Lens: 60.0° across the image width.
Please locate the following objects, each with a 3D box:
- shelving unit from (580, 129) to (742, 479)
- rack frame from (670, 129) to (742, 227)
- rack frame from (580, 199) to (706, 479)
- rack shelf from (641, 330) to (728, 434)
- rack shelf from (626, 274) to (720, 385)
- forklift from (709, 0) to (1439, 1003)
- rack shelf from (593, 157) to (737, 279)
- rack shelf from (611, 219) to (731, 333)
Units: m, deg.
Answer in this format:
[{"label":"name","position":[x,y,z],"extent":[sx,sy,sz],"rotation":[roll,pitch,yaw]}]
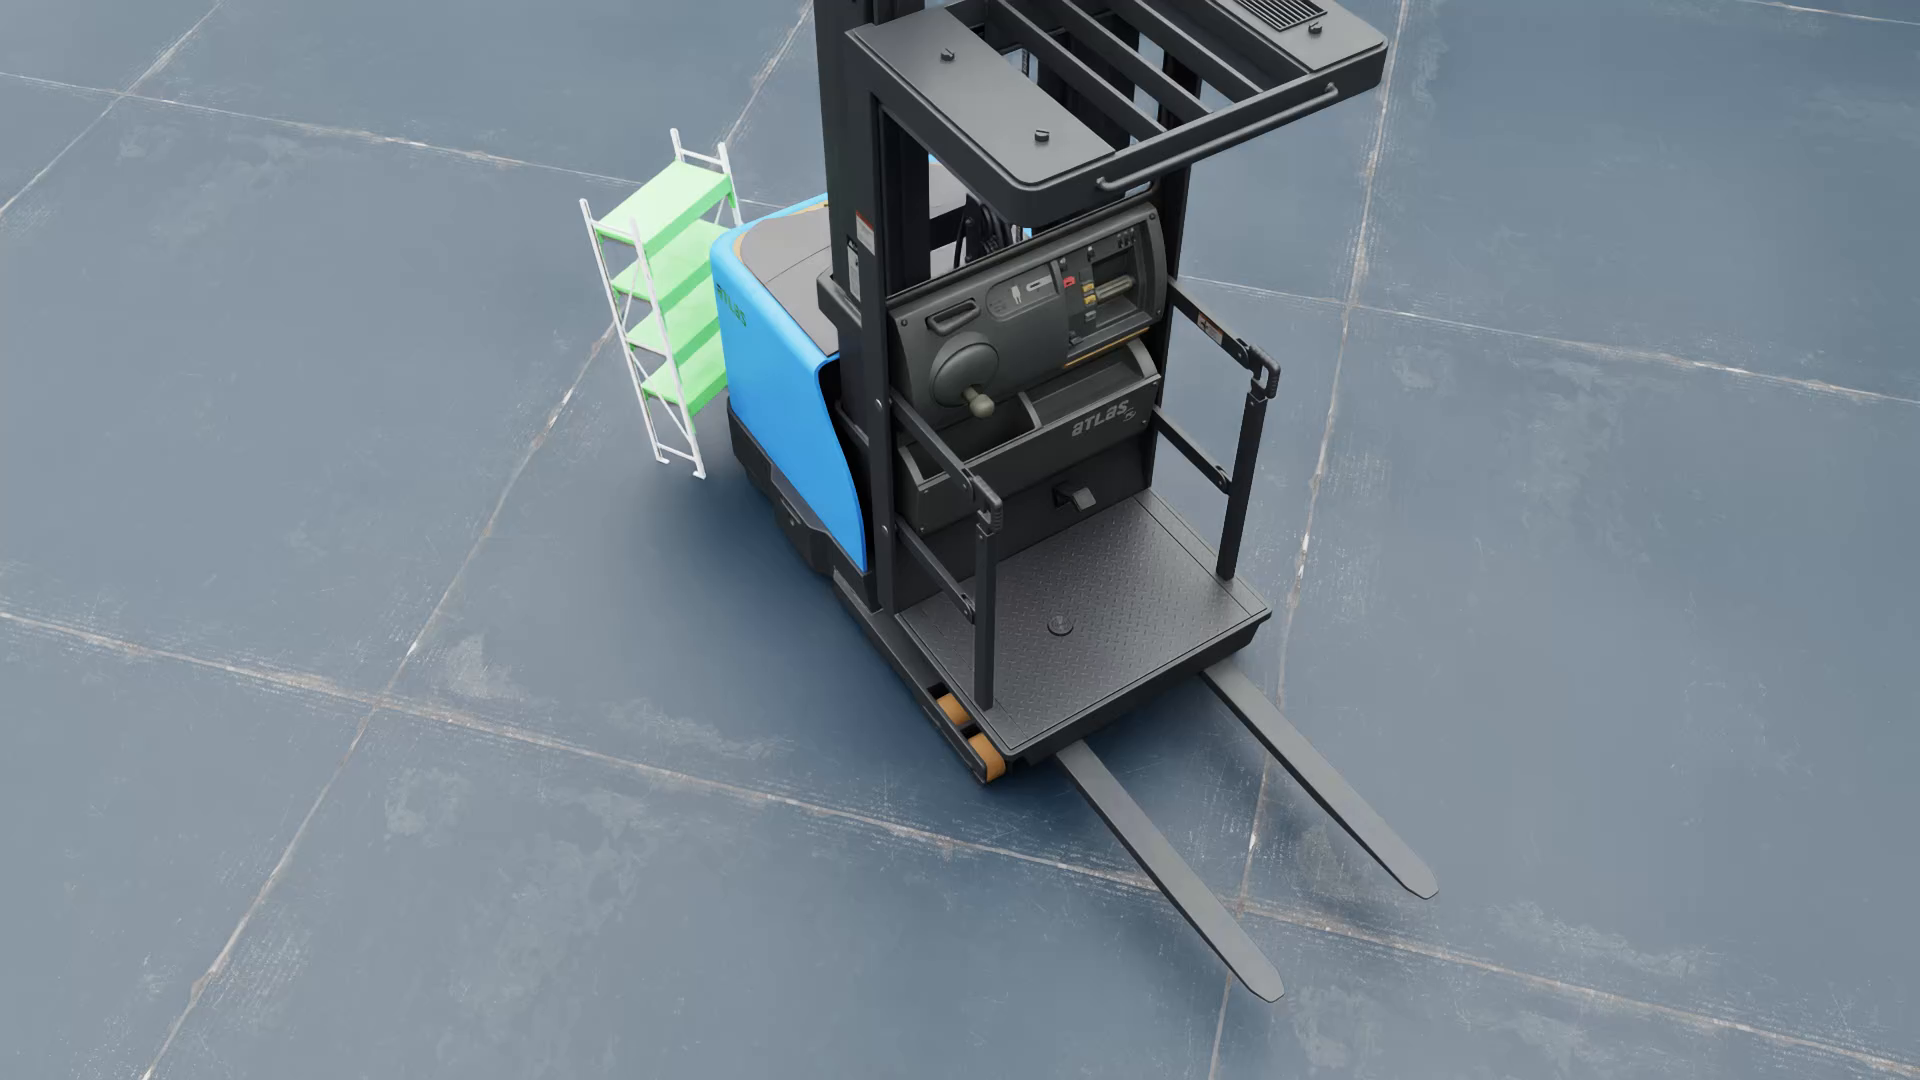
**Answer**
[{"label":"shelving unit","position":[-1.009,-0.855,6.189],"extent":[0.258,1.200,0.503],"rotation":[21,52,26]},{"label":"rack frame","position":[-0.878,-1.009,6.325],"extent":[0.240,1.200,0.015],"rotation":[21,52,26]},{"label":"rack frame","position":[-1.140,-0.701,6.052],"extent":[0.240,1.200,0.015],"rotation":[21,52,26]},{"label":"rack shelf","position":[-0.981,-0.642,6.403],"extent":[0.258,0.148,0.480],"rotation":[21,52,26]},{"label":"rack shelf","position":[-1.003,-0.811,6.234],"extent":[0.258,0.148,0.480],"rotation":[21,52,26]},{"label":"forklift","position":[0.342,-0.577,4.805],"extent":[1.130,2.935,3.031],"rotation":[-26,54,-21]},{"label":"rack shelf","position":[-1.047,-1.148,5.895],"extent":[0.258,0.148,0.480],"rotation":[21,52,26]},{"label":"rack shelf","position":[-1.025,-0.979,6.064],"extent":[0.258,0.148,0.480],"rotation":[21,52,26]}]
